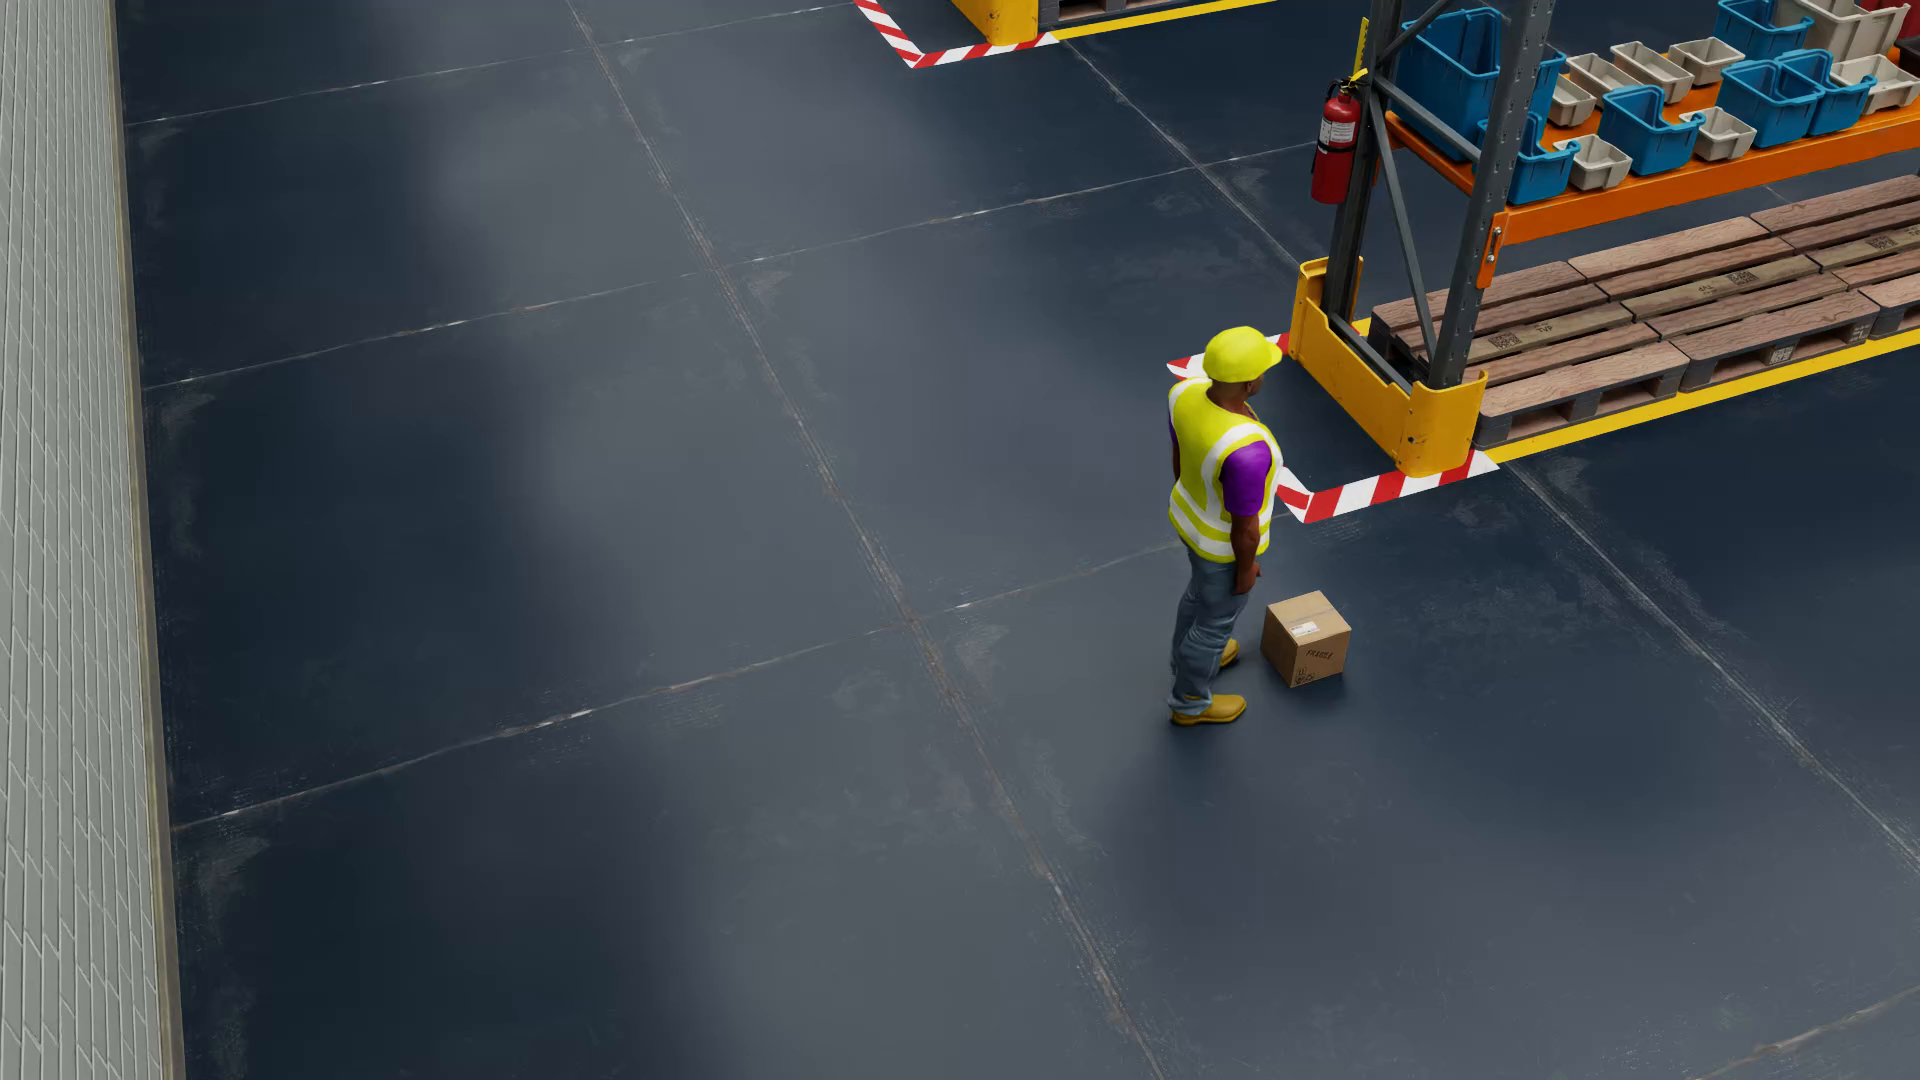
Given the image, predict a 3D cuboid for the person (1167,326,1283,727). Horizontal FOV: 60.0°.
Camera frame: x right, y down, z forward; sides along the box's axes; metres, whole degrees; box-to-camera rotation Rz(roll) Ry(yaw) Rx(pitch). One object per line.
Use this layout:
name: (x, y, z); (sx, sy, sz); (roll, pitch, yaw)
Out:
person: (0.990, -0.054, 6.208); (0.429, 1.765, 0.567); (-14, 44, -16)
